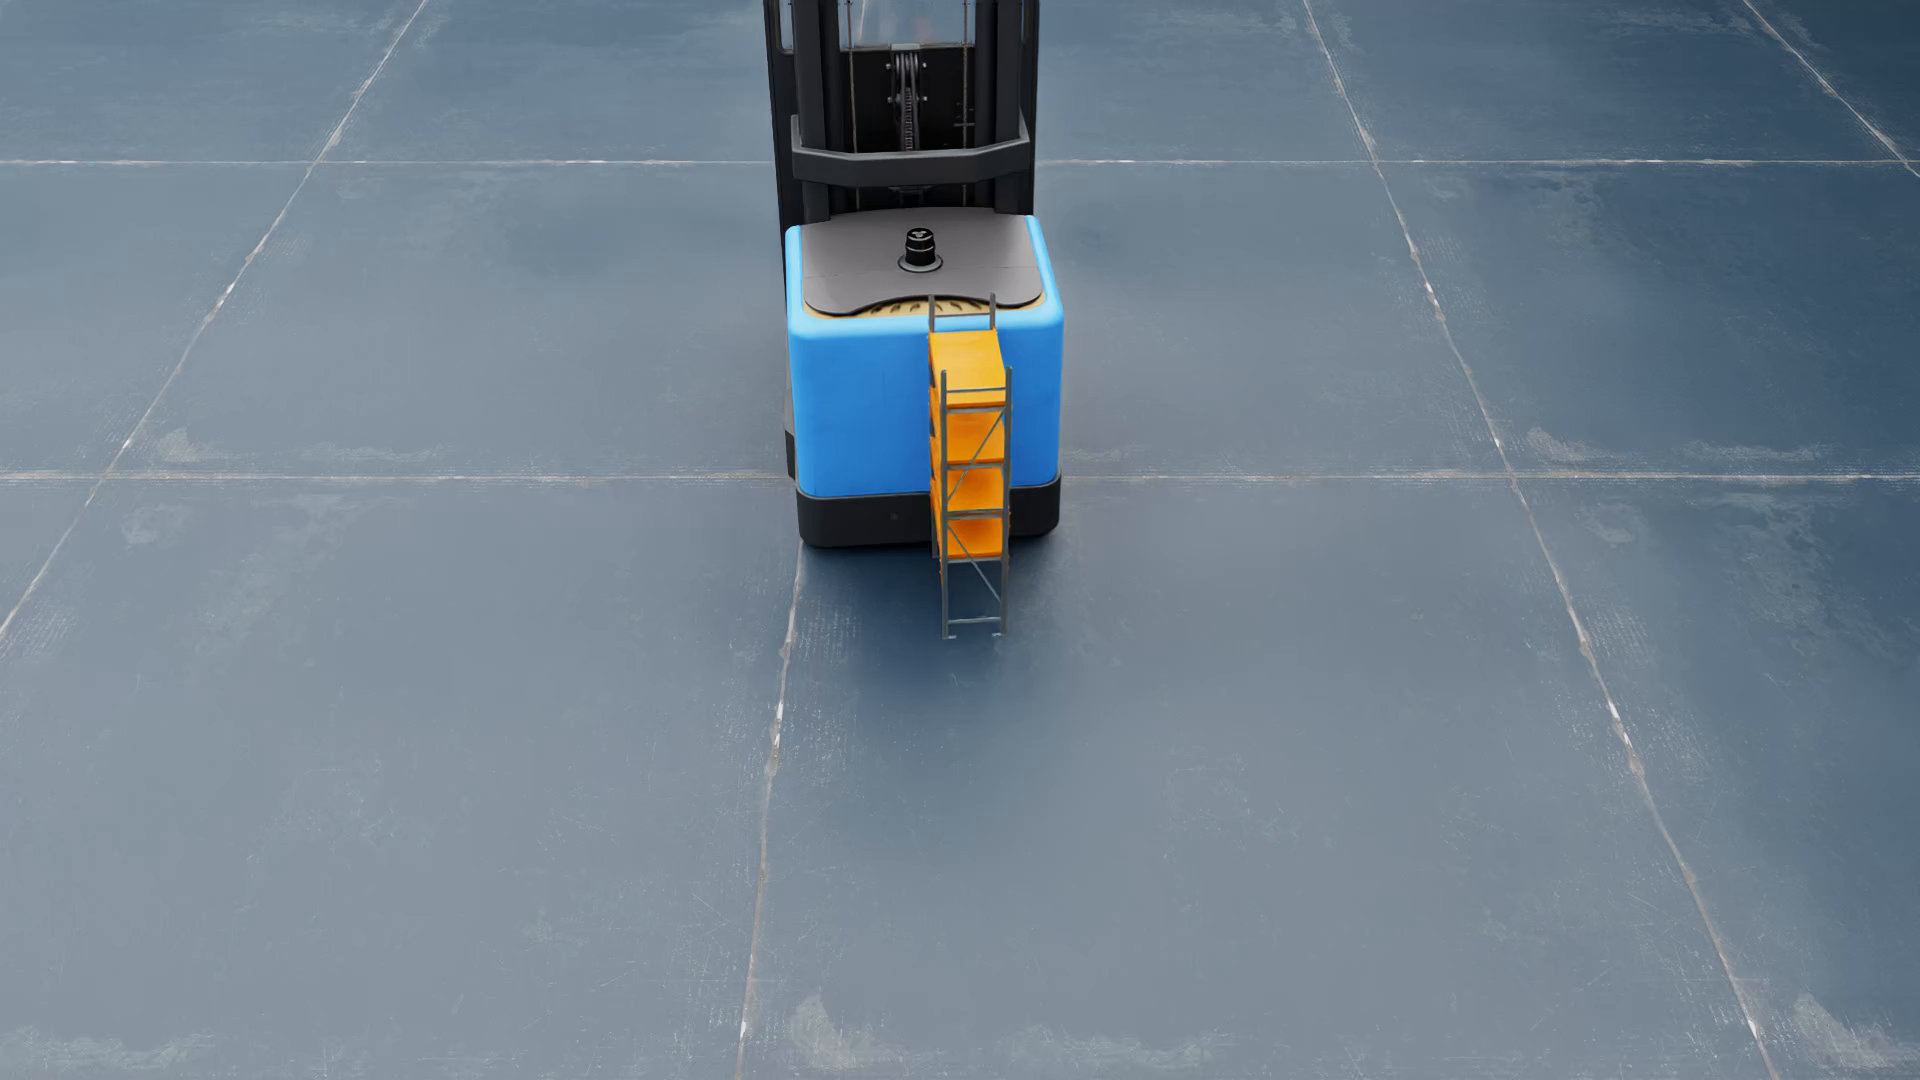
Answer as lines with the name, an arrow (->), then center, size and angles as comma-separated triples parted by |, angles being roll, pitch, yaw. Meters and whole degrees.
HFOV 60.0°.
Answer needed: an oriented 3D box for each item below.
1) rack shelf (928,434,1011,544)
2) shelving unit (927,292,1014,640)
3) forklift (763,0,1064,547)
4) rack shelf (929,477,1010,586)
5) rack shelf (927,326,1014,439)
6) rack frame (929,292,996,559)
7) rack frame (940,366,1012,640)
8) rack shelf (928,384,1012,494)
rack shelf -> 0.032, -0.200, 6.148 | 0.258, 0.148, 0.480 | -3, 39, -4
shelving unit -> 0.032, -0.253, 6.106 | 0.258, 1.200, 0.503 | -3, 39, -4
forklift -> -0.254, -2.026, 6.934 | 1.130, 2.935, 3.031 | -3, 39, -4
rack shelf -> 0.032, -0.045, 6.272 | 0.258, 0.148, 0.480 | -3, 39, -4
rack shelf -> 0.032, -0.560, 5.860 | 0.258, 0.148, 0.480 | -3, 39, -4
rack frame -> 0.009, -0.405, 6.296 | 0.240, 1.200, 0.015 | -3, 39, -4
rack frame -> 0.054, -0.101, 5.917 | 0.240, 1.200, 0.015 | -3, 39, -4
rack shelf -> 0.032, -0.375, 6.008 | 0.258, 0.148, 0.480 | -3, 39, -4
